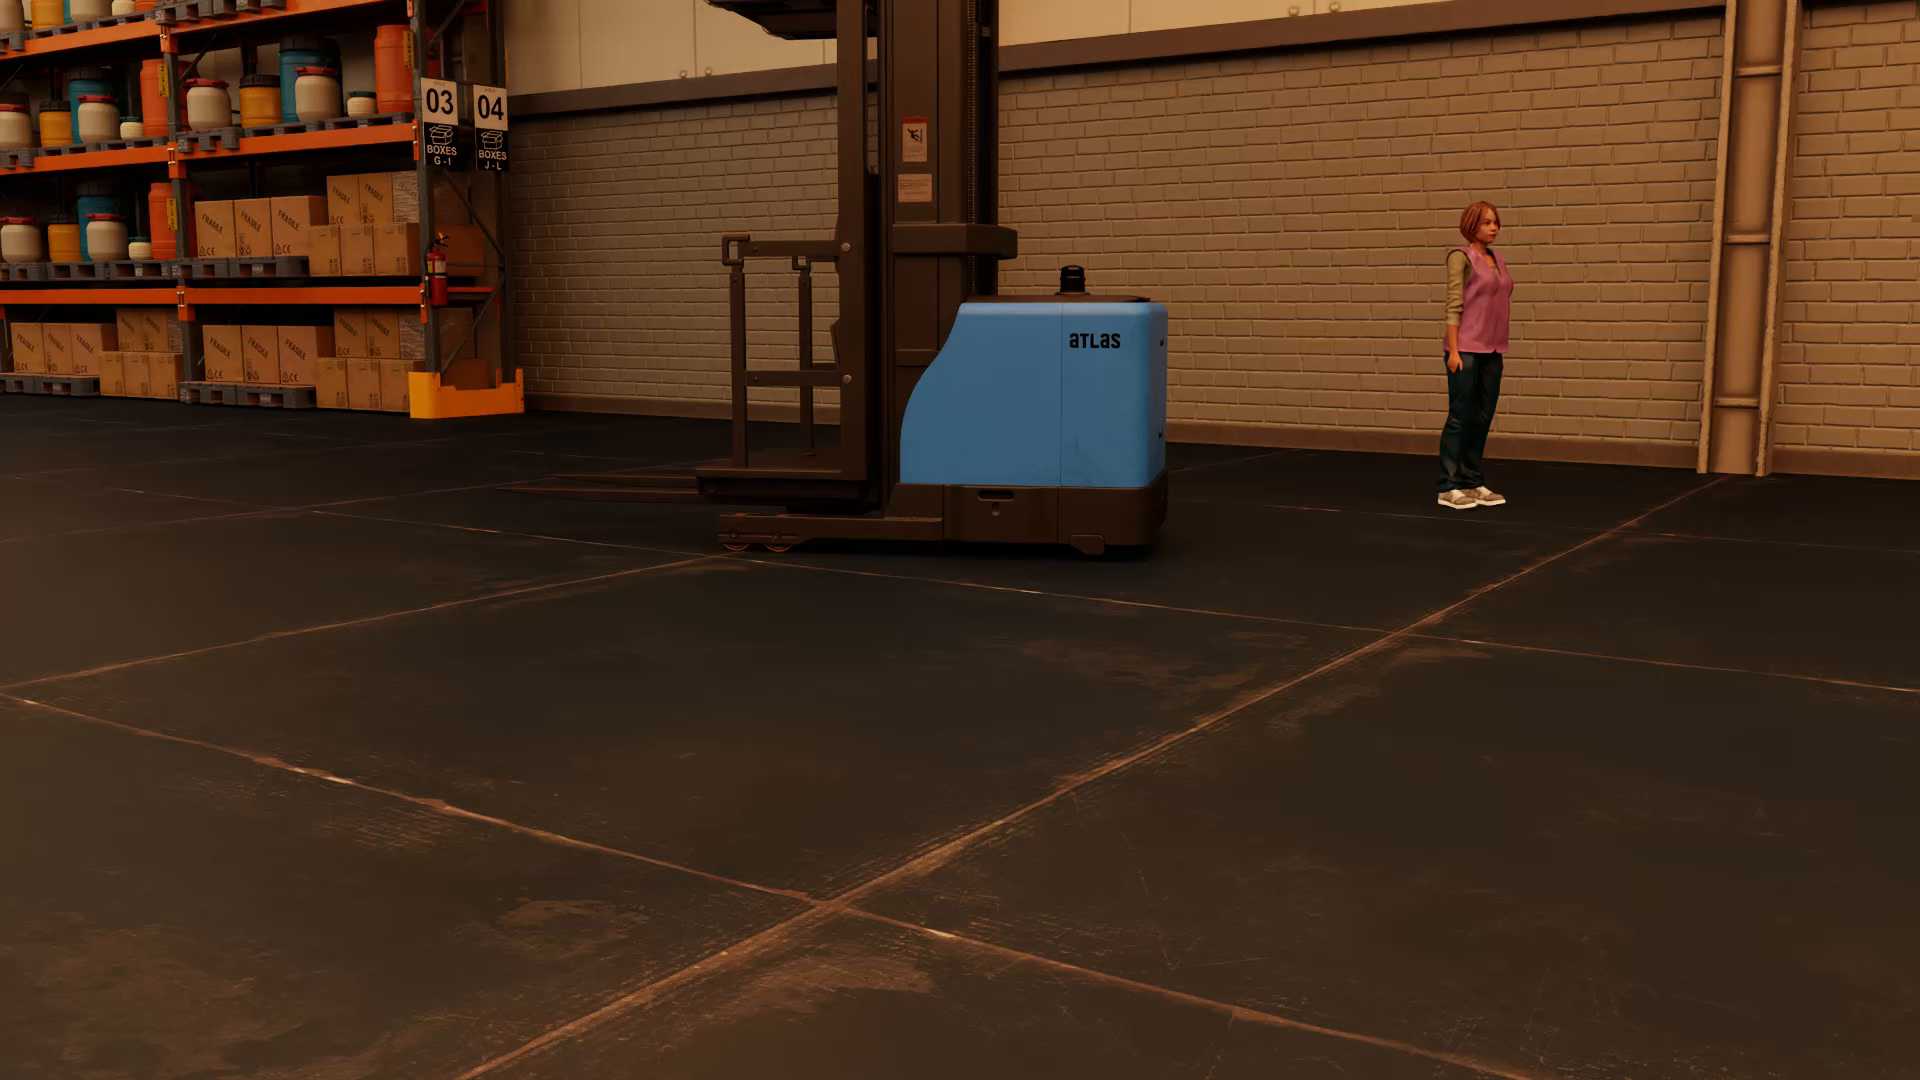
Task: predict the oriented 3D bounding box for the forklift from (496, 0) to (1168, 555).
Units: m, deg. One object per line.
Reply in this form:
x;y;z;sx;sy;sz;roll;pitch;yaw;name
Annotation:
-0.596;-1.469;7.520;3.031;2.935;1.130;2;8;12;forklift

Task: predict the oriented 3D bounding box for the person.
2.727;-0.961;8.786;0.415;1.574;0.316;-6;10;-35;person
